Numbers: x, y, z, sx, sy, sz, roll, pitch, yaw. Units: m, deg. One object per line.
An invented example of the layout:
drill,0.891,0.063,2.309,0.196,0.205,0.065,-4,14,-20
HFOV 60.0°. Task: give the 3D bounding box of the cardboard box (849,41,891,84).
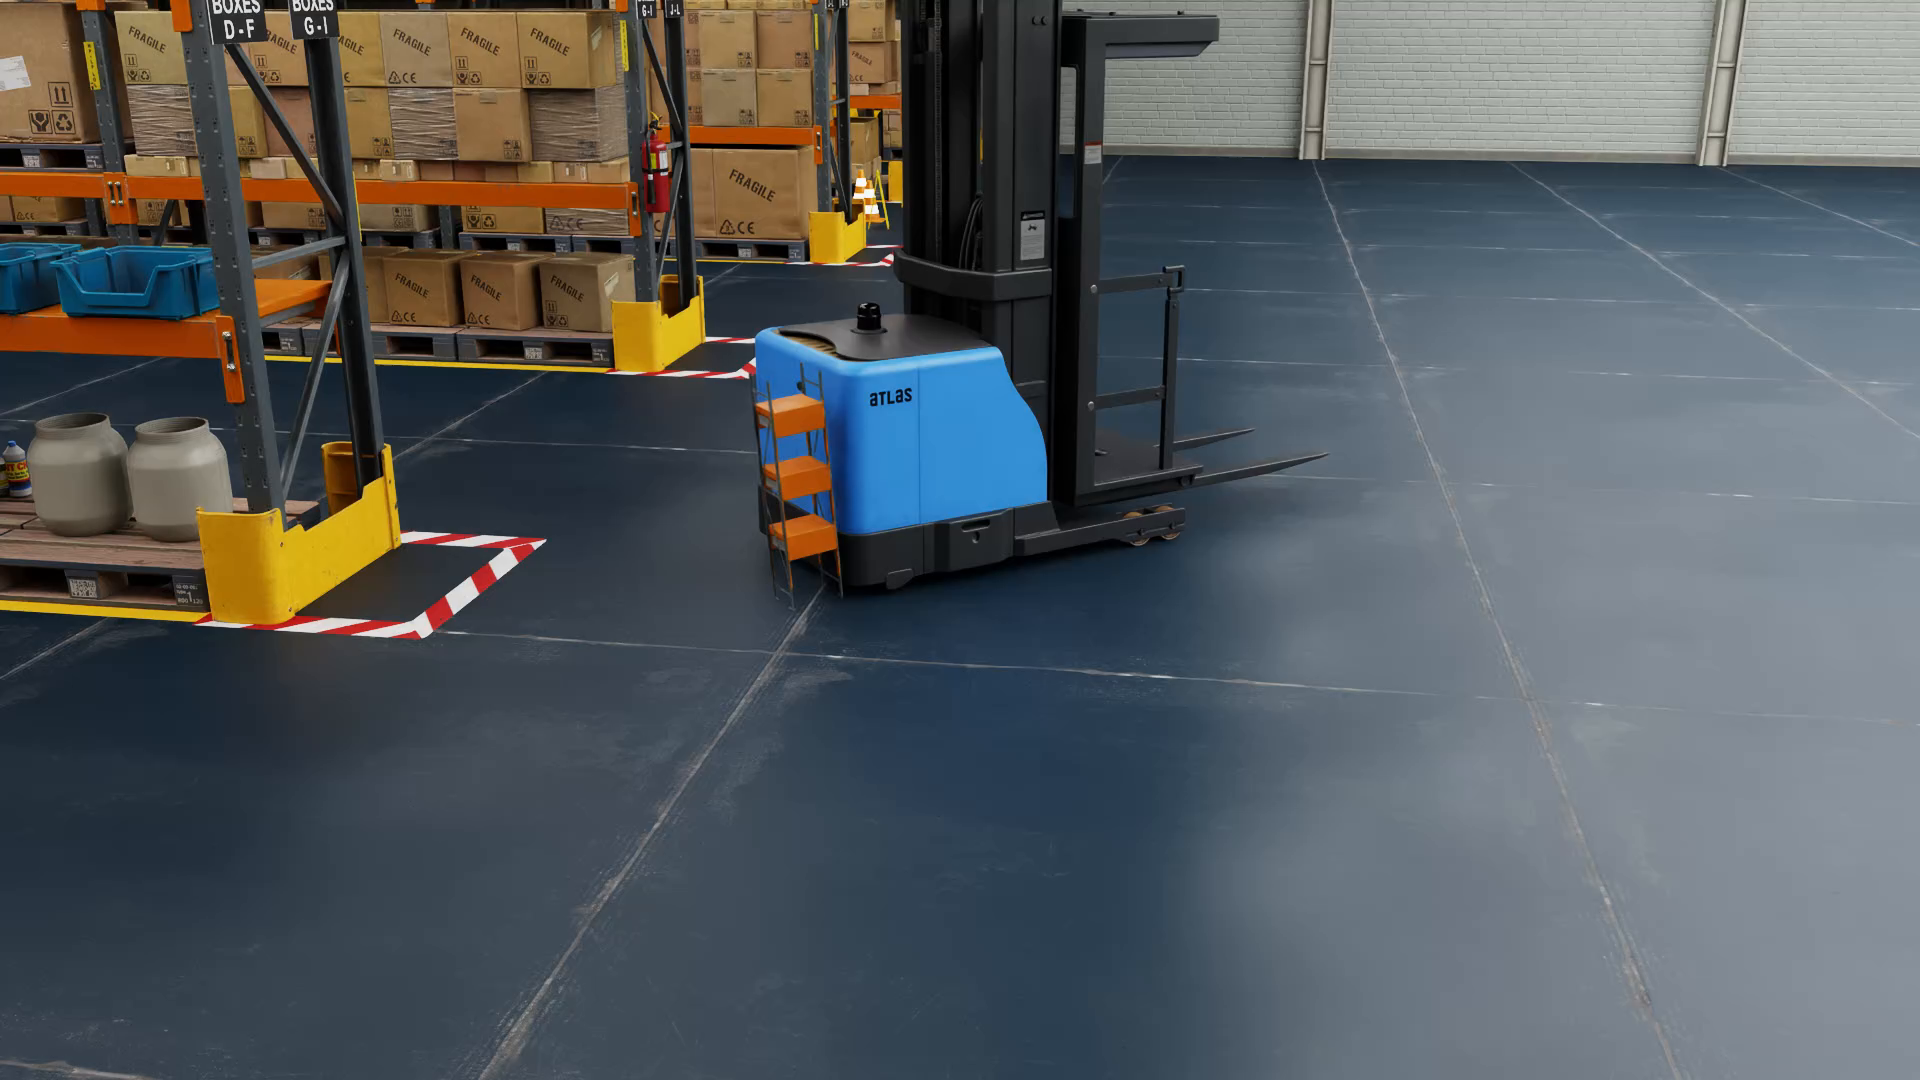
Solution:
cardboard box,-1.161,-6.039,20.998,0.500,0.500,0.500,3,19,8

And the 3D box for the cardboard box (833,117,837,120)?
cardboard box,-1.875,-5.313,21.946,0.500,0.500,0.500,2,19,7

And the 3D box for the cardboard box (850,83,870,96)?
cardboard box,-1.253,-5.720,21.067,0.250,0.149,0.380,3,19,8

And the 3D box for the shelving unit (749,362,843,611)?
shelving unit,-0.717,-0.231,7.311,0.252,1.050,0.215,-15,23,-27

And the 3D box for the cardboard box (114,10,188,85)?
cardboard box,-5.699,-3.566,12.033,0.500,0.500,0.500,3,19,9

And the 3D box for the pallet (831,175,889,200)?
pallet,-1.453,-4.643,21.846,1.213,0.211,1.003,3,19,9

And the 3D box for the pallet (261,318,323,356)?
pallet,-5.434,-1.661,12.935,1.213,0.211,1.003,3,19,9

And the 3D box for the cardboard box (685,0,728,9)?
cardboard box,-3.139,-6.617,21.150,0.500,0.500,0.700,3,19,7

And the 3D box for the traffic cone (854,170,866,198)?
traffic cone,-1.211,-4.324,20.497,0.334,0.463,0.336,3,19,9

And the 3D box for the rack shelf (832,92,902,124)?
rack shelf,-2.557,-5.669,21.652,4.000,0.370,1.077,3,19,9

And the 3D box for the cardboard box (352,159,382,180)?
cardboard box,-4.201,-2.712,12.078,0.250,0.149,0.380,3,19,9

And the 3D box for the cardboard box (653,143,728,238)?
cardboard box,-2.816,-3.602,17.028,0.875,0.875,0.875,3,19,8

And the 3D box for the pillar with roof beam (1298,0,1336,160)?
pillar with roof beam,4.898,-8.976,20.949,0.400,9.000,9.100,3,19,9

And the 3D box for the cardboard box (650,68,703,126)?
cardboard box,-2.720,-4.518,16.841,0.550,0.550,0.875,3,19,9

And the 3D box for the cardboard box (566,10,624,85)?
cardboard box,-2.654,-3.580,12.075,0.500,0.500,0.500,3,19,9

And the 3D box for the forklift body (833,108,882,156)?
forklift body,-1.960,-6.586,24.597,1.214,2.155,2.313,3,19,9

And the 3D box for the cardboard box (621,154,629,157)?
cardboard box,-2.397,-2.775,12.264,0.250,0.149,0.380,3,19,9

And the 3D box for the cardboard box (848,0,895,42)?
cardboard box,-1.121,-6.529,20.888,0.500,0.500,0.700,2,19,7

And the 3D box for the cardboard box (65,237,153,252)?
cardboard box,-6.706,-2.067,12.999,0.500,0.500,0.700,1,19,4

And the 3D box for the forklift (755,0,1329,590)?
forklift,0.535,-1.492,8.144,3.031,2.935,1.130,-11,21,-29

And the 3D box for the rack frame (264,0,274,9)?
rack frame,-11.646,-8.069,27.690,0.127,3.000,1.000,3,19,9

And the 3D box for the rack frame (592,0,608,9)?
rack frame,-4.531,-6.111,21.839,0.127,3.000,1.000,3,19,9

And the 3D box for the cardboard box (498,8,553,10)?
cardboard box,-4.296,-5.118,16.932,0.550,0.550,0.875,3,19,9

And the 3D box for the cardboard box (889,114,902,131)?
cardboard box,-0.822,-6.552,26.042,0.500,0.250,0.500,3,19,8

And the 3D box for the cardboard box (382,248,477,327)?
cardboard box,-3.978,-1.912,12.568,0.500,0.500,0.500,5,19,14

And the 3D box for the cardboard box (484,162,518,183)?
cardboard box,-3.214,-2.662,11.927,0.250,0.149,0.380,3,19,9

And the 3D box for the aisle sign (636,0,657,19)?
aisle sign,-2.140,-3.940,11.256,0.004,0.787,0.394,3,19,9

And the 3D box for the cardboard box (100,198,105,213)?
cardboard box,-9.824,-3.885,18.466,0.500,0.500,0.500,2,19,6

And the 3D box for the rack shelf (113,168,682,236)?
rack shelf,-4.128,-2.564,12.373,4.000,0.370,1.077,3,19,9

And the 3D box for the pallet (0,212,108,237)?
pallet,-9.937,-3.474,18.352,1.213,0.211,1.003,3,19,9

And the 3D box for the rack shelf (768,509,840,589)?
rack shelf,-0.698,0.039,7.413,0.240,0.259,0.215,-15,23,-27

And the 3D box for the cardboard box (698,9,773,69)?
cardboard box,-2.185,-4.966,16.481,0.550,0.550,0.875,3,19,9

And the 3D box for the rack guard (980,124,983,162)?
rack guard,0.225,-6.278,26.278,0.348,0.500,1.175,3,19,9

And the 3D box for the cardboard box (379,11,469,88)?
cardboard box,-3.724,-3.467,11.735,0.500,0.500,0.500,3,19,9

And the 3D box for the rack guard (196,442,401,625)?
rack guard,-3.022,-0.057,7.685,0.348,0.500,1.175,3,19,9

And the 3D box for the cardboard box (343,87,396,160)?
cardboard box,-4.184,-3.085,12.168,0.500,0.500,0.875,3,19,9

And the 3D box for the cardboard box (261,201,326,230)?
cardboard box,-6.796,-3.740,17.637,0.750,0.750,1.050,3,19,9

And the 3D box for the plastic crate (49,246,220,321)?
plastic crate,-3.481,-1.114,7.140,0.616,0.251,0.499,3,19,9

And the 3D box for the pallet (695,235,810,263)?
pallet,-2.069,-3.047,17.077,1.213,0.211,1.003,3,19,9

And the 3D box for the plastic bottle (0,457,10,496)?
plastic bottle,-4.782,-0.329,8.275,0.097,0.201,0.097,0,18,0

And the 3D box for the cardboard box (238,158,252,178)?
cardboard box,-5.194,-2.752,12.196,0.250,0.149,0.380,3,19,9

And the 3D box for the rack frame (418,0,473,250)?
rack frame,-5.217,-4.555,17.189,0.127,3.000,1.000,3,19,9
